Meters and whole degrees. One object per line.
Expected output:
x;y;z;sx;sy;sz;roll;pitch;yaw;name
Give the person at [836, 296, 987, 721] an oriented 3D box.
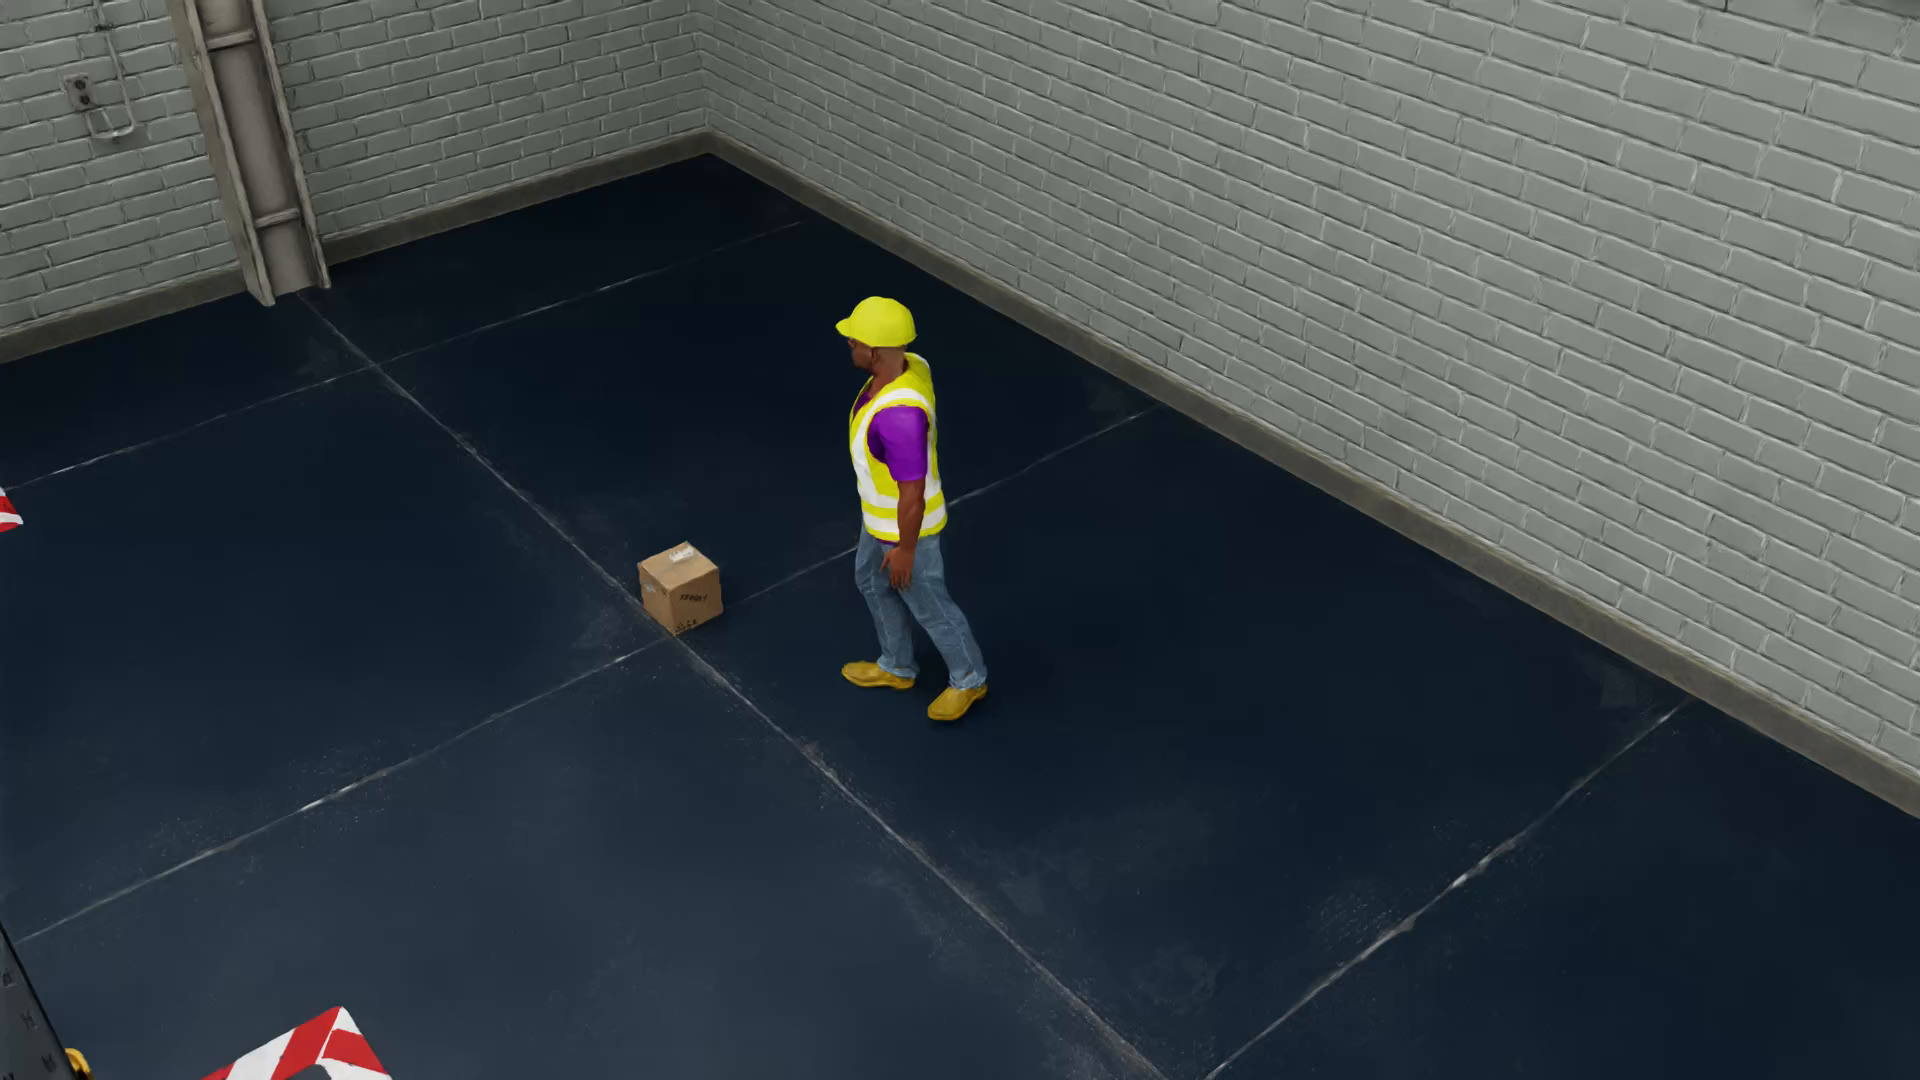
-0.186;-0.104;6.277;0.580;1.755;0.600;-4;36;-5;person
